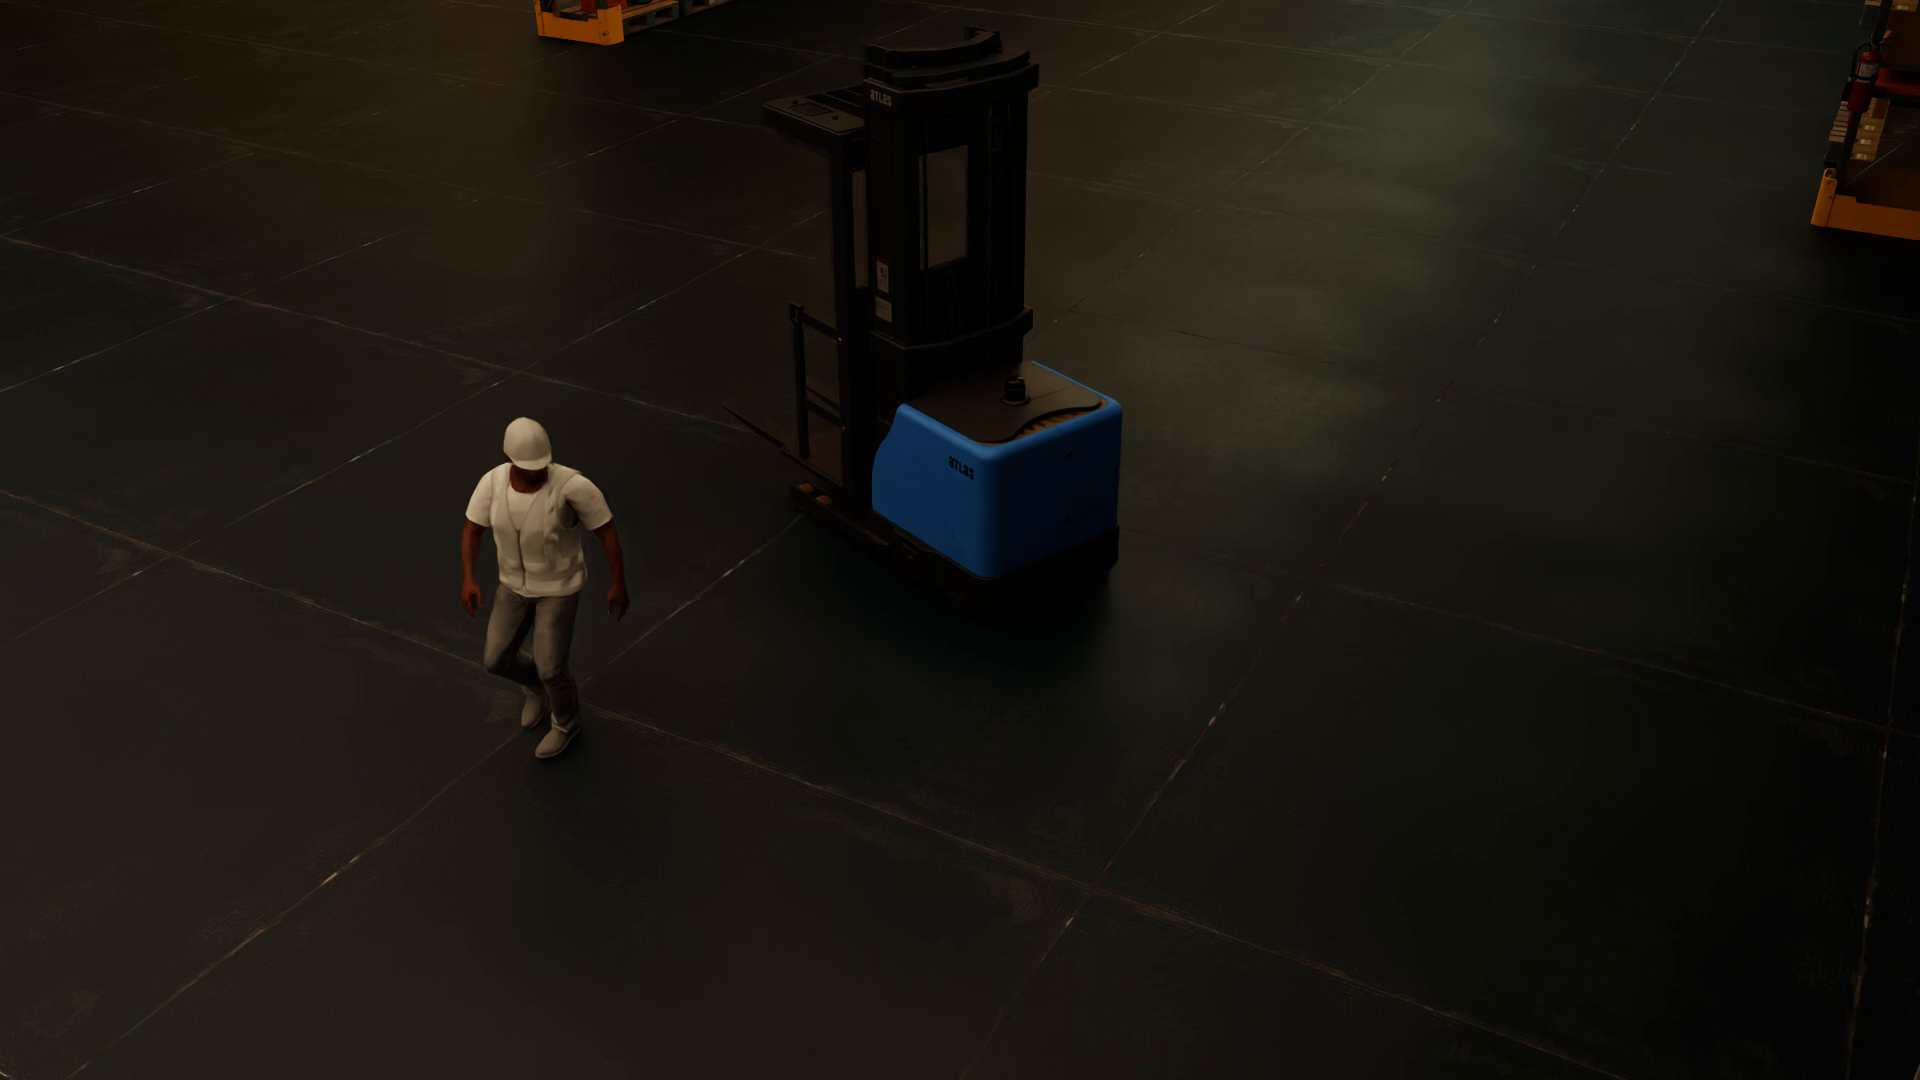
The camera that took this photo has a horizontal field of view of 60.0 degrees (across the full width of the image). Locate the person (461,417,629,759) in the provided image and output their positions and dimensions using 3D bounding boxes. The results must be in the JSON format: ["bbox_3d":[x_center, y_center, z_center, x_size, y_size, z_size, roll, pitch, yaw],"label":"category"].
[{"bbox_3d":[-1.963,0.231,7.873,0.816,1.732,0.490,11,32,18],"label":"person"}]

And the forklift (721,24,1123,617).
[{"bbox_3d":[-0.398,-1.517,9.699,1.130,2.935,3.031,-22,37,-33],"label":"forklift"}]
